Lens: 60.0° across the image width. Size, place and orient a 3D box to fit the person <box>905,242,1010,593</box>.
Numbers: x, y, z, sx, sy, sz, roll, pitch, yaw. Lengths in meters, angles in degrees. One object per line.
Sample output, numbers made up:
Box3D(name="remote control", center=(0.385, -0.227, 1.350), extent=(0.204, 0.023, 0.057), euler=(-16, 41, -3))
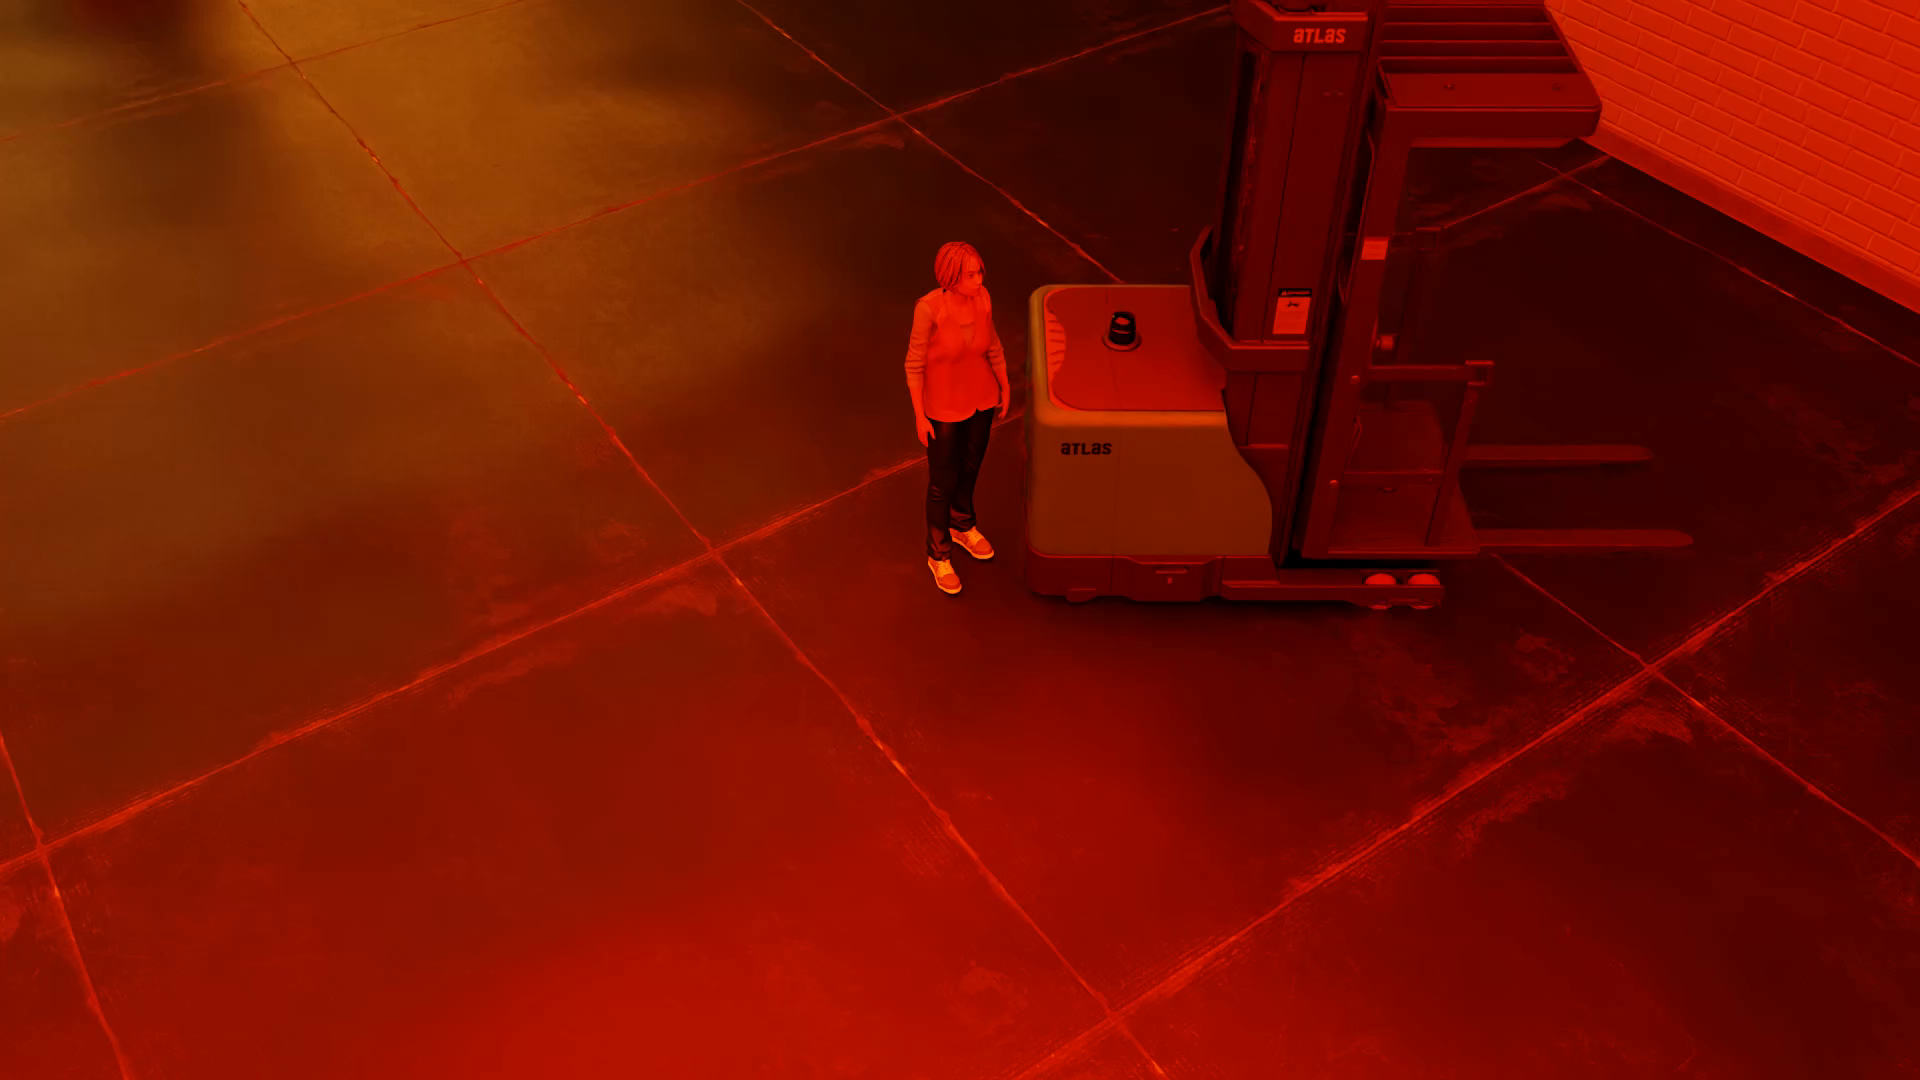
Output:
Box3D(name="person", center=(0.030, -0.546, 7.282), extent=(0.520, 1.597, 0.476), euler=(-25, 48, -25))

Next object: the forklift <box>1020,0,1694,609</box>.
Box3D(name="forklift", center=(1.813, -1.127, 6.938), extent=(3.031, 2.935, 1.130), euler=(0, 43, 0))
